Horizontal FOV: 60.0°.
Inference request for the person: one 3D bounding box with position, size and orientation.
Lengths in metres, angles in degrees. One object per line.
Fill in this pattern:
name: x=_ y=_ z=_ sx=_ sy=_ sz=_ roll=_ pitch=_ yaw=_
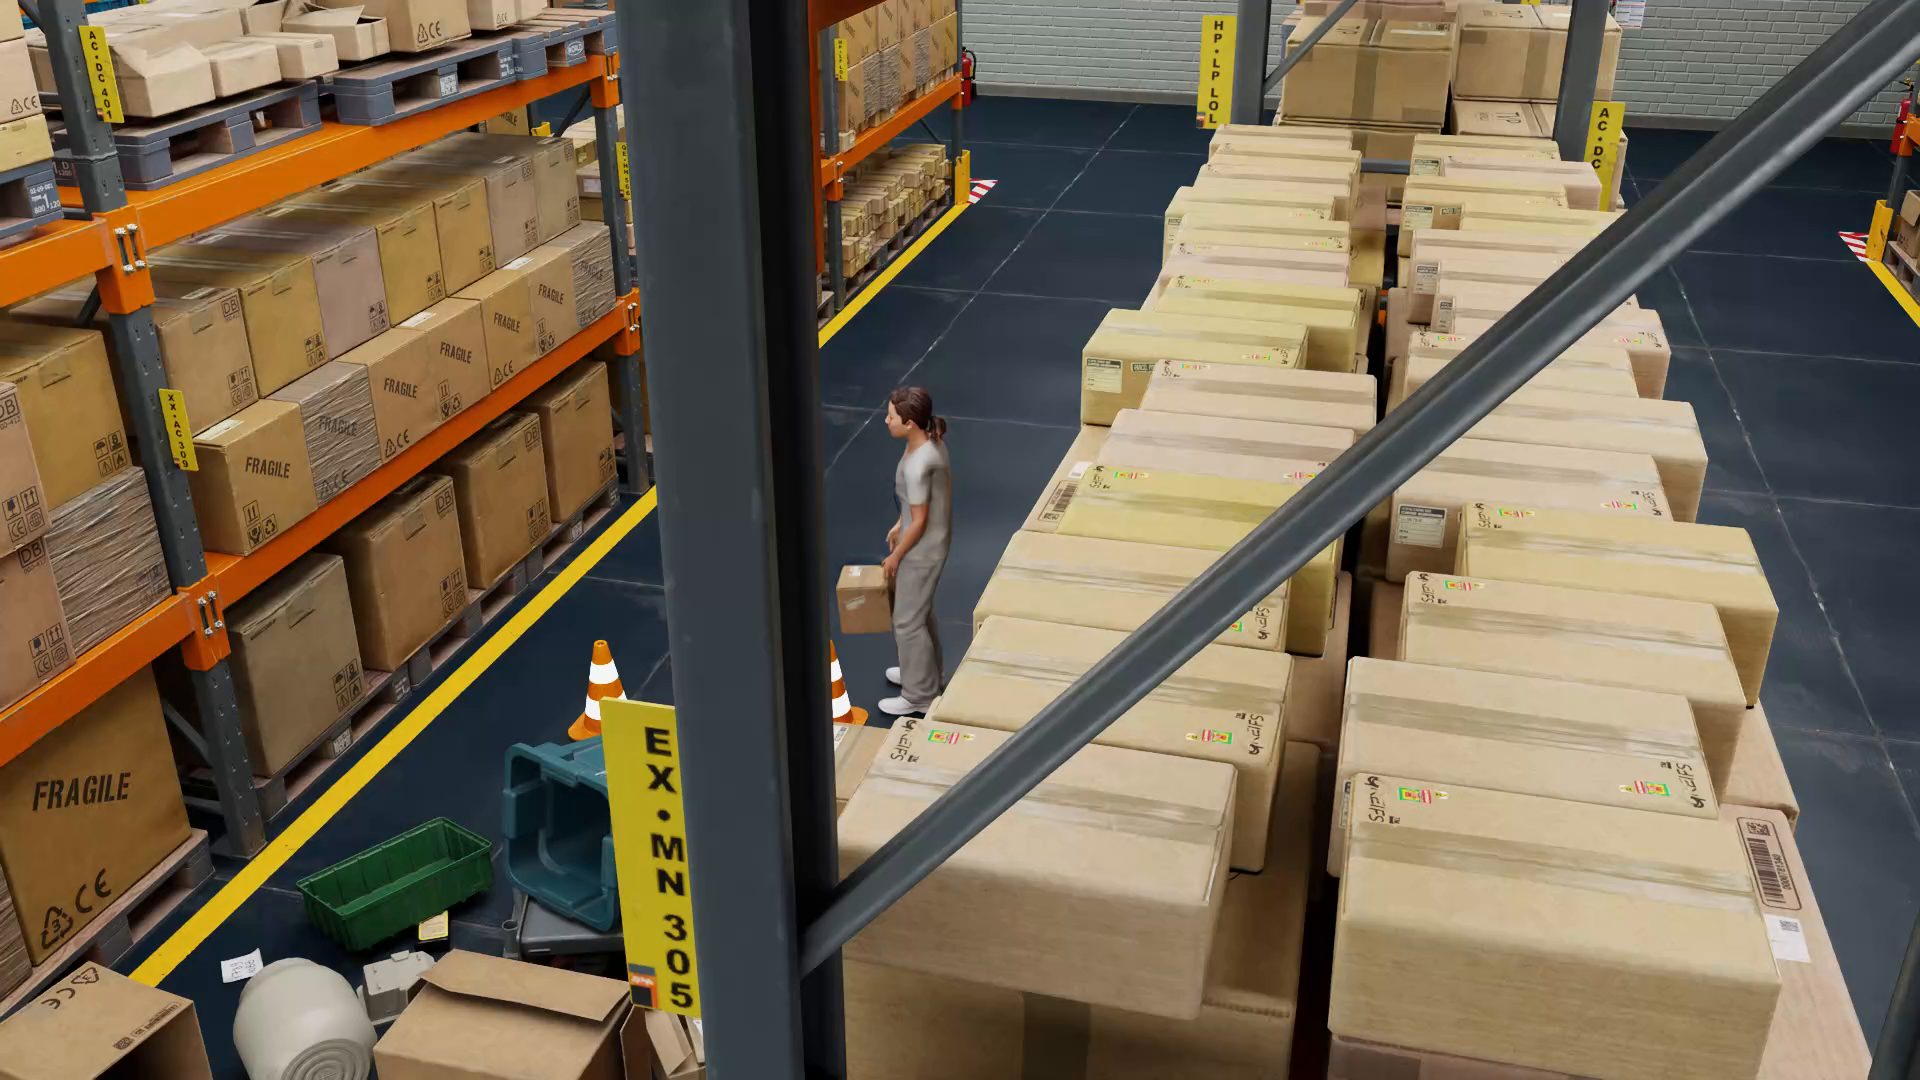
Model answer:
person: x=-0.216 y=0.047 z=8.009 sx=0.364 sy=1.676 sz=0.474 roll=2 pitch=25 yaw=3
